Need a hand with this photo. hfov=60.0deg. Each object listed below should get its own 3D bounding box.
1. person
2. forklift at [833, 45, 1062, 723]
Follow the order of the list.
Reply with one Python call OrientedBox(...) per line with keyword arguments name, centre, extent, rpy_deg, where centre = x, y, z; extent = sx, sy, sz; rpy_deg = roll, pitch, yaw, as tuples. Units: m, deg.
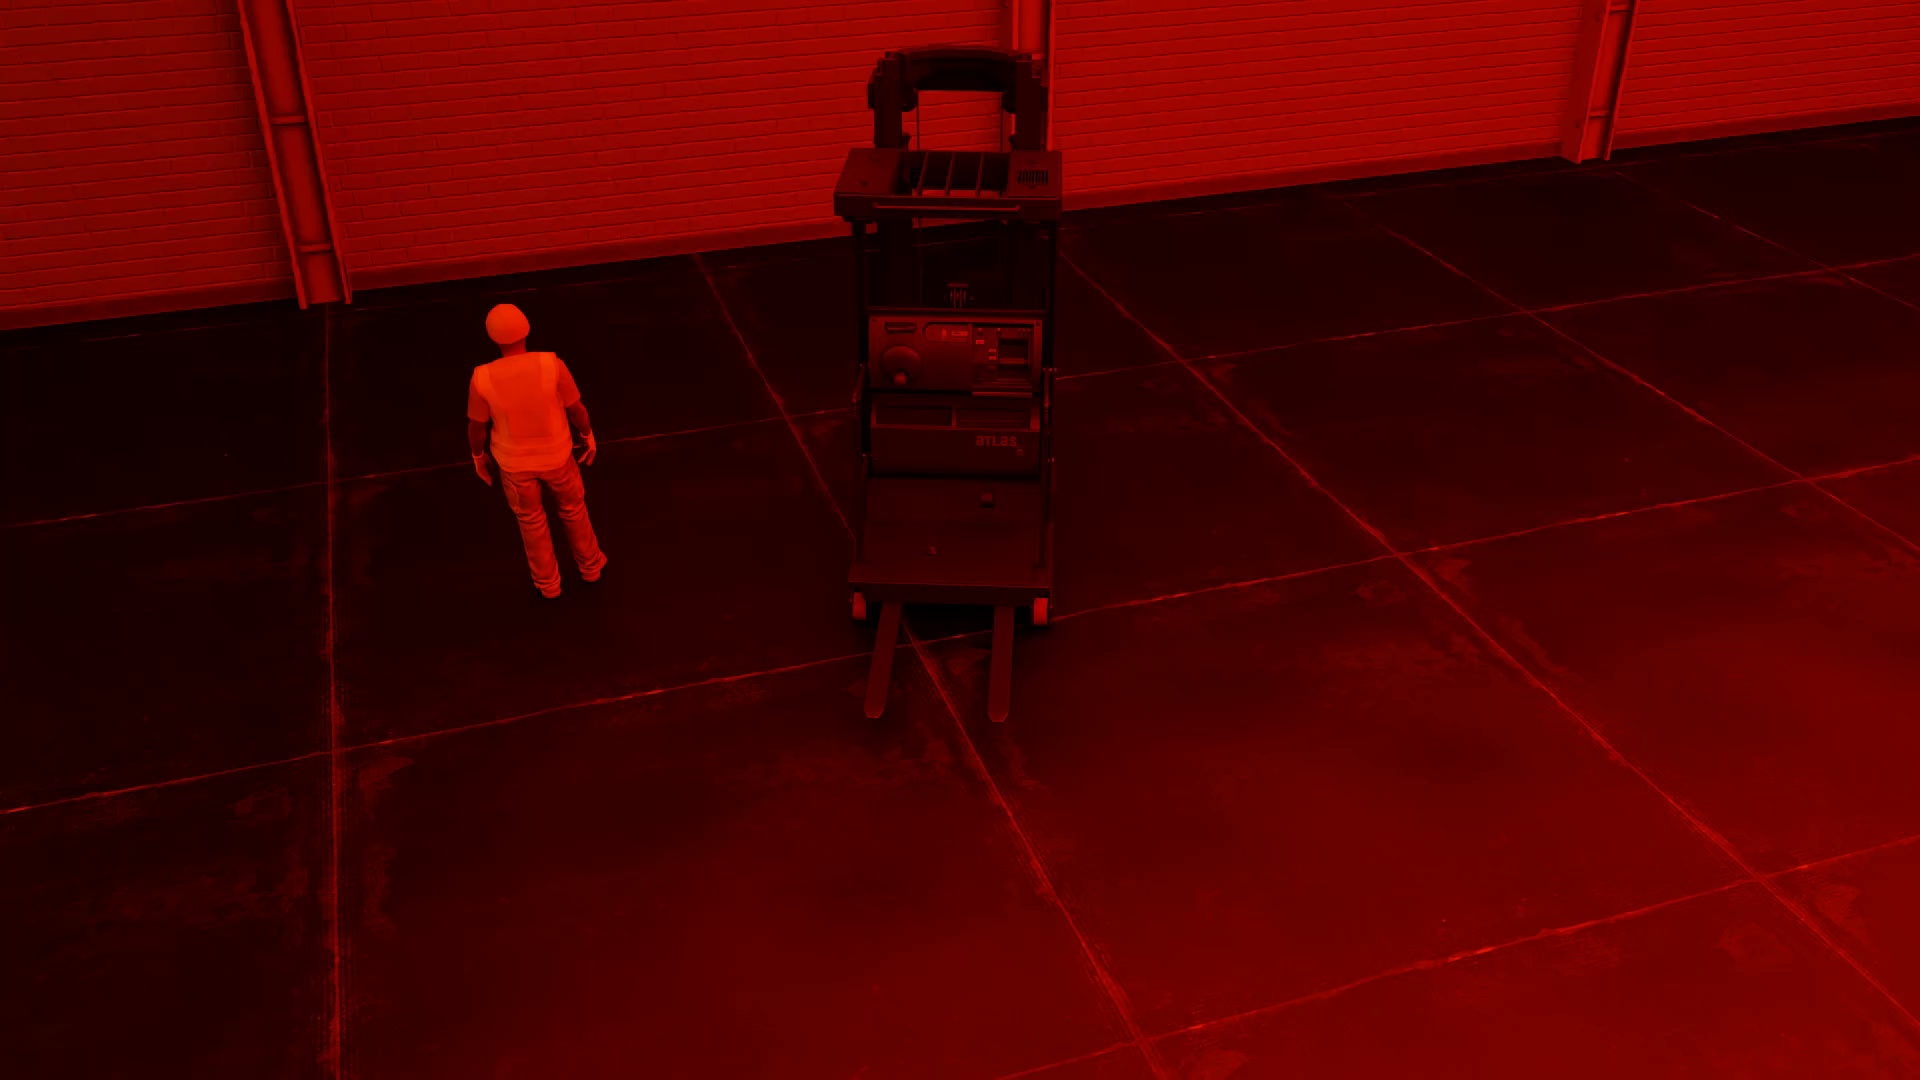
OrientedBox(name="person", centre=(-2.330, -0.506, 9.102), extent=(0.656, 1.782, 0.578), rpy_deg=(-8, 31, -13))
OrientedBox(name="forklift", centre=(-0.036, -0.959, 8.755), extent=(1.130, 2.935, 3.031), rpy_deg=(2, 30, 3))
